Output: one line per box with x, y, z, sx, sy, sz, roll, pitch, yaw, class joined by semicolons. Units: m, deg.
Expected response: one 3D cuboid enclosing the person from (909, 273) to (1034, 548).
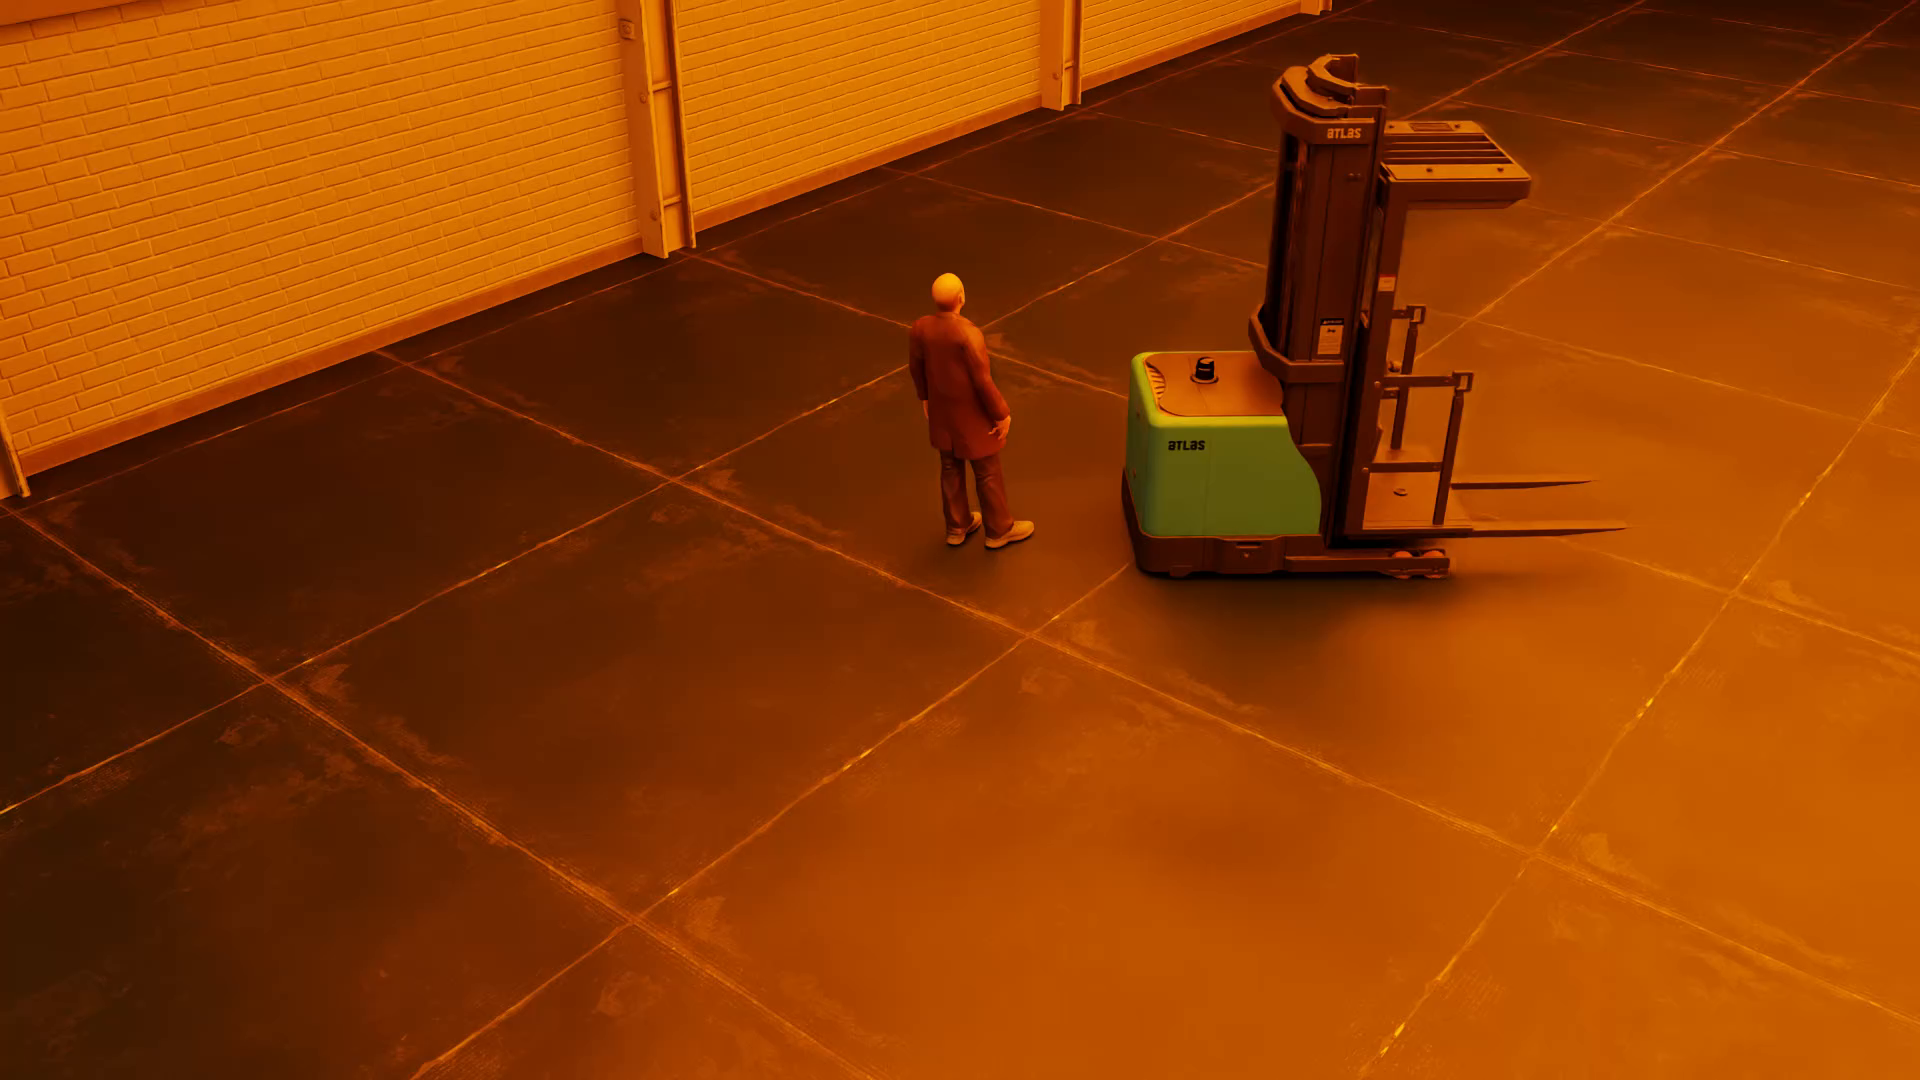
0.061;-0.809;10.107;0.698;1.777;0.581;22;37;33;person

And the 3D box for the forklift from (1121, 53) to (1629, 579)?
2.579;-1.296;9.813;3.031;2.935;1.130;-1;30;-2;forklift
